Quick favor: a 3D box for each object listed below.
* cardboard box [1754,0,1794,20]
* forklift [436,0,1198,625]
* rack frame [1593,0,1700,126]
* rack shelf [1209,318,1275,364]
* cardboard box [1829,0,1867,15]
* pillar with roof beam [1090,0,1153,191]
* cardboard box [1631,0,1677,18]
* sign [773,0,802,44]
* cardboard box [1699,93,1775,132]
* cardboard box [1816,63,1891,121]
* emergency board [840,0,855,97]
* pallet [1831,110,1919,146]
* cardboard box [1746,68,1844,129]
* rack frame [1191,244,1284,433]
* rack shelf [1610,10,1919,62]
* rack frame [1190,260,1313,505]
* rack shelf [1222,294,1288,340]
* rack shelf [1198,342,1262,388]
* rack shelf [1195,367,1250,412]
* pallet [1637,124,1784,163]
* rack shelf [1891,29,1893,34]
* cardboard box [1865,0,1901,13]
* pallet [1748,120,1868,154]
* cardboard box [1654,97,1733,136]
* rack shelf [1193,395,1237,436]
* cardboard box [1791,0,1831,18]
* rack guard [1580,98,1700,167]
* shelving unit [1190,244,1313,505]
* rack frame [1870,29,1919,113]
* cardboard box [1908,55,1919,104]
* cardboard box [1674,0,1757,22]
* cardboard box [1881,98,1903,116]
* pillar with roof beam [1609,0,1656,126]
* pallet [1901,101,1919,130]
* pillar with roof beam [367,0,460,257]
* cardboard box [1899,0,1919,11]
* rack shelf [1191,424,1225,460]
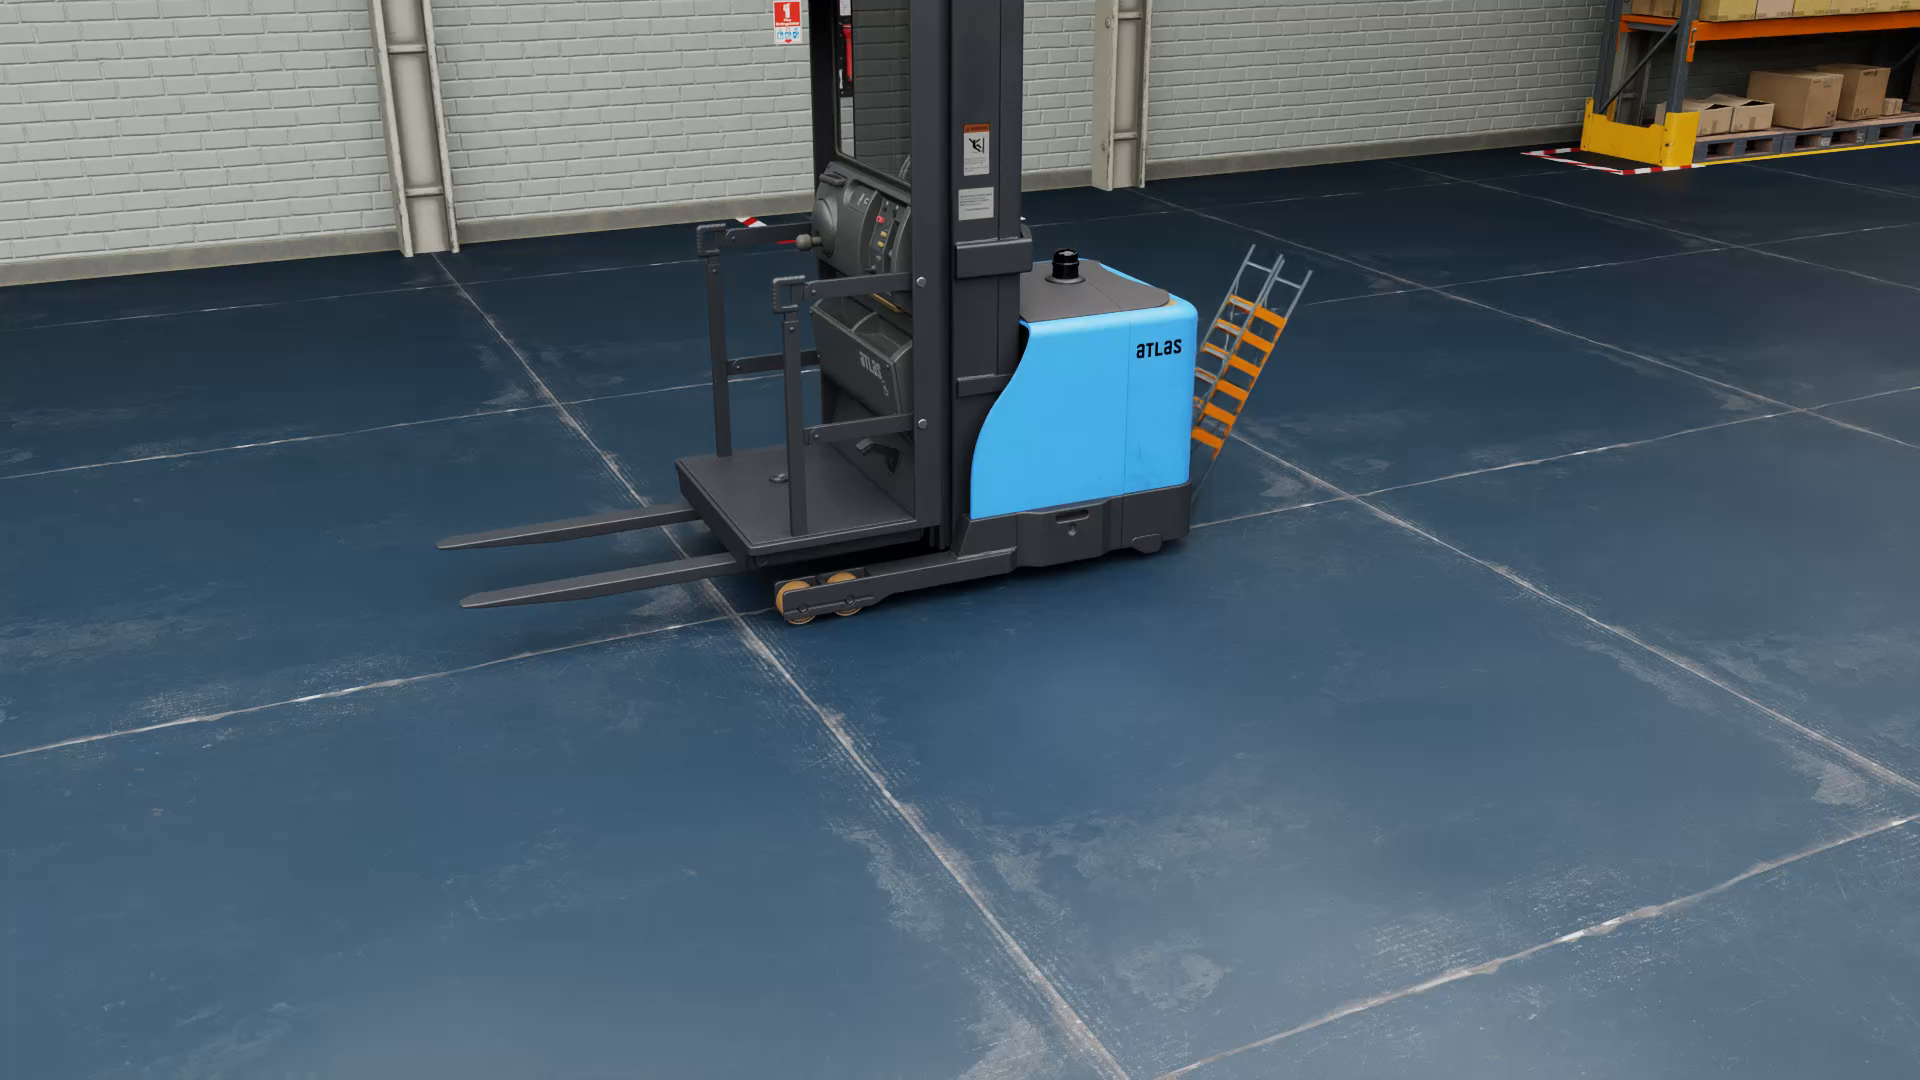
[{"bbox_3d":[7.602,-5.145,15.928,0.500,0.250,0.500,-11,25,-25],"label":"cardboard box"},{"bbox_3d":[-0.576,-1.256,6.452,3.031,2.935,1.130,-10,24,-22],"label":"forklift"},{"bbox_3d":[6.563,-5.143,15.752,0.127,3.000,1.000,-10,25,-24],"label":"rack frame"},{"bbox_3d":[1.260,-0.901,7.475,0.180,0.103,0.258,21,11,-30],"label":"rack shelf"},{"bbox_3d":[8.520,-5.311,16.328,0.500,0.250,0.500,-10,25,-23],"label":"cardboard box"},{"bbox_3d":[3.280,-5.850,9.617,0.400,9.000,9.100,-10,25,-24],"label":"pillar with roof beam"},{"bbox_3d":[6.900,-5.227,16.125,0.500,0.250,0.500,-10,25,-23],"label":"cardboard box"},{"bbox_3d":[-1.374,-4.125,13.247,0.234,0.329,0.001,-10,25,-24],"label":"sign"},{"bbox_3d":[7.739,-4.282,16.613,0.500,0.311,0.500,-8,24,-19],"label":"cardboard box"},{"bbox_3d":[9.250,-4.669,17.299,0.500,0.500,0.500,-12,26,-28],"label":"cardboard box"},{"bbox_3d":[-0.831,-4.165,13.390,0.643,1.169,0.194,-10,25,-24],"label":"emergency board"},{"bbox_3d":[9.578,-4.394,17.590,1.213,0.211,1.003,-10,25,-24],"label":"pallet"},{"bbox_3d":[8.422,-4.474,16.829,0.500,0.500,0.700,-12,25,-27],"label":"cardboard box"},{"bbox_3d":[1.100,-0.756,7.460,0.006,1.200,0.240,21,11,-30],"label":"rack frame"},{"bbox_3d":[8.365,-5.142,16.691,4.000,0.370,1.077,-10,25,-24],"label":"rack shelf"},{"bbox_3d":[1.248,-0.700,7.553,0.006,1.200,0.240,21,11,-30],"label":"rack frame"},{"bbox_3d":[1.313,-1.007,7.456,0.180,0.103,0.258,21,11,-30],"label":"rack shelf"},{"bbox_3d":[1.207,-0.795,7.494,0.180,0.103,0.258,21,11,-30],"label":"rack shelf"},{"bbox_3d":[1.155,-0.689,7.514,0.180,0.103,0.258,21,11,-30],"label":"rack shelf"},{"bbox_3d":[7.379,-3.989,16.612,1.213,0.211,1.003,-10,25,-24],"label":"pallet"},{"bbox_3d":[11.970,-5.806,18.294,4.000,0.370,1.077,-10,25,-24],"label":"rack shelf"},{"bbox_3d":[8.973,-5.395,16.530,0.500,0.250,0.500,-11,25,-24],"label":"cardboard box"},{"bbox_3d":[8.477,-4.190,17.097,1.213,0.211,1.003,-10,25,-24],"label":"pallet"},{"bbox_3d":[7.226,-4.187,16.384,0.500,0.311,0.500,-14,26,-30],"label":"cardboard box"},{"bbox_3d":[1.102,-0.582,7.533,0.180,0.103,0.258,21,11,-30],"label":"rack shelf"},{"bbox_3d":[8.064,-5.228,16.127,0.500,0.250,0.500,-11,25,-24],"label":"cardboard box"},{"bbox_3d":[6.632,-4.000,16.260,0.348,0.500,1.175,-10,25,-24],"label":"rack guard"},{"bbox_3d":[1.174,-0.728,7.506,0.189,1.200,0.258,21,11,-30],"label":"shelving unit"},{"bbox_3d":[10.168,-5.806,17.355,0.127,3.000,1.000,-10,25,-24],"label":"rack frame"},{"bbox_3d":[10.824,-4.982,18.058,0.500,0.500,0.700,-10,24,-22],"label":"cardboard box"},{"bbox_3d":[7.141,-5.054,15.708,0.500,0.250,0.500,-11,25,-25],"label":"cardboard box"},{"bbox_3d":[9.698,-4.601,17.573,0.250,0.166,0.380,-14,26,-30],"label":"cardboard box"},{"bbox_3d":[8.686,-6.845,12.021,0.400,9.000,9.100,-10,25,-24],"label":"pillar with roof beam"},{"bbox_3d":[10.868,-4.647,18.201,1.213,0.211,1.003,-10,25,-24],"label":"pallet"},{"bbox_3d":[-2.127,-4.855,7.212,0.400,9.000,9.100,-10,25,-24],"label":"pillar with roof beam"},{"bbox_3d":[9.420,-5.483,16.745,0.500,0.250,0.500,-10,25,-23],"label":"cardboard box"},{"bbox_3d":[1.049,-0.476,7.552,0.180,0.103,0.258,21,11,-30],"label":"rack shelf"}]
